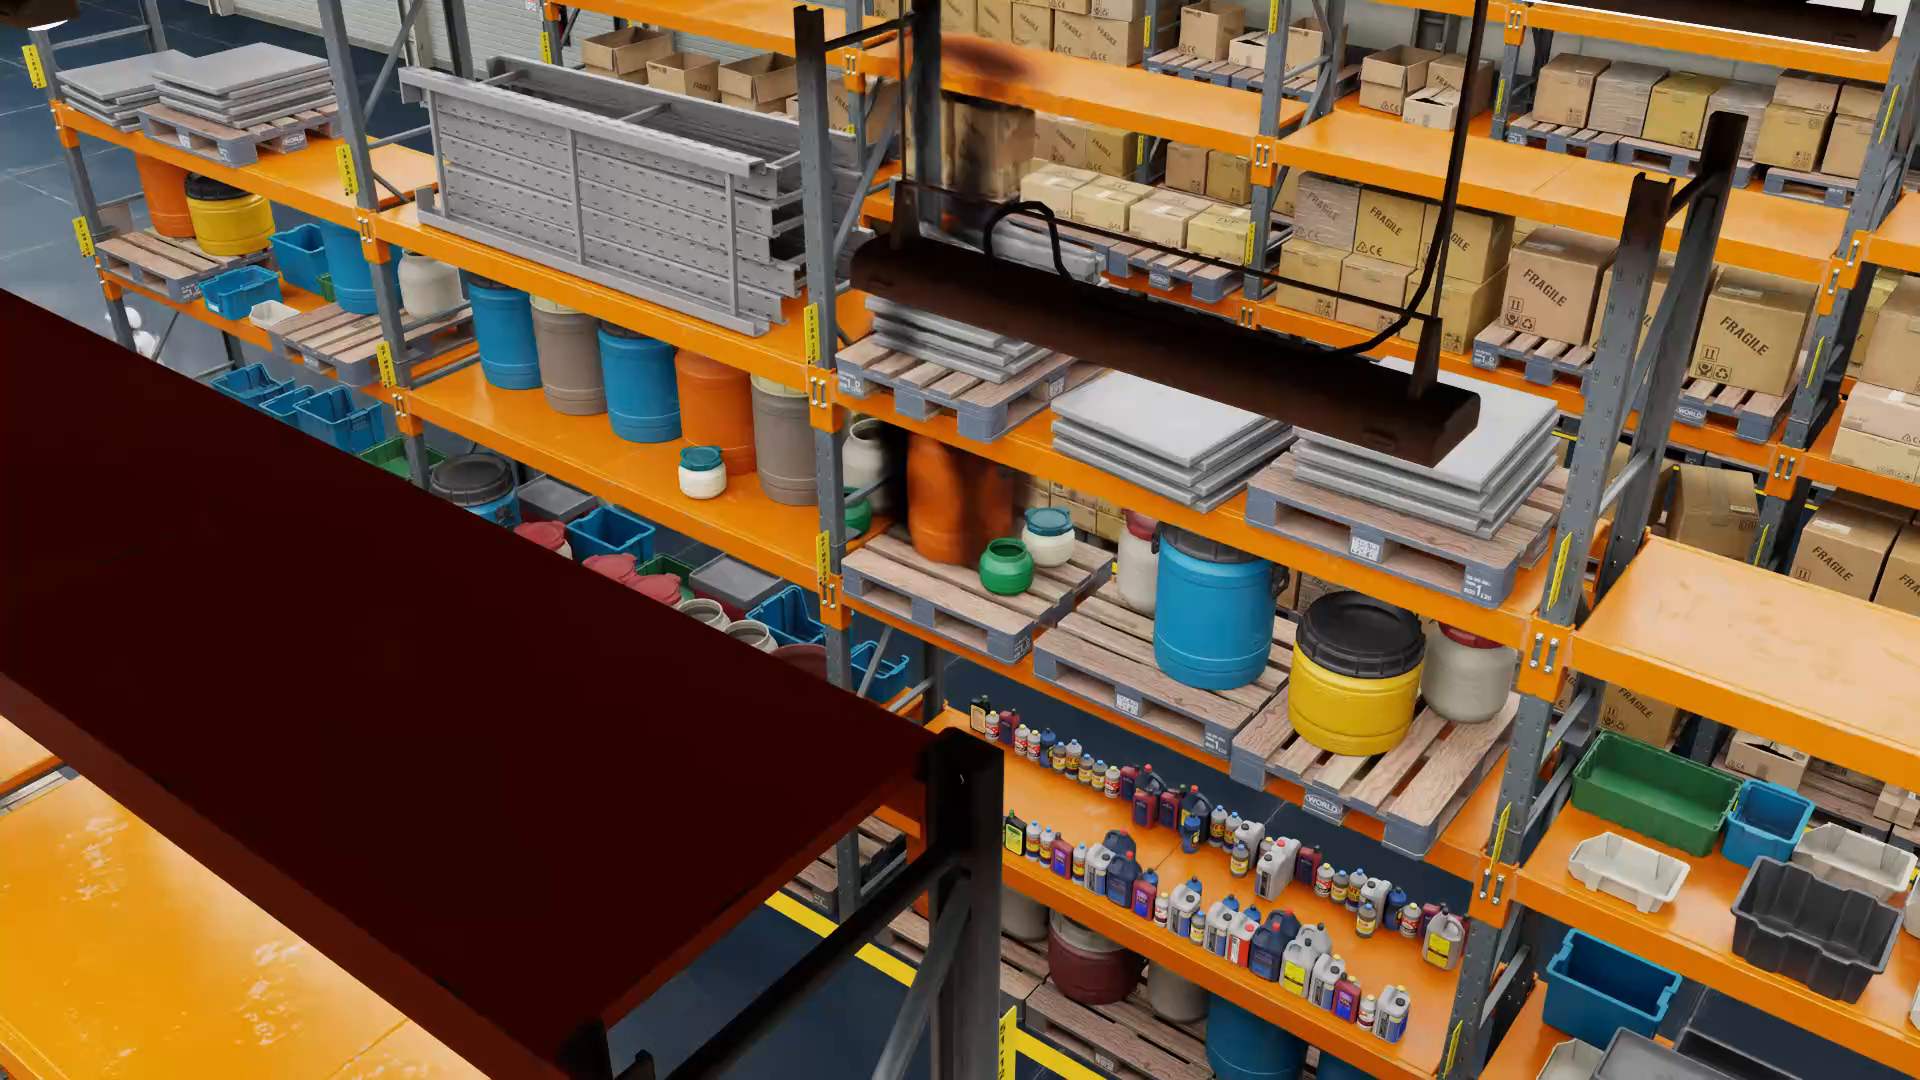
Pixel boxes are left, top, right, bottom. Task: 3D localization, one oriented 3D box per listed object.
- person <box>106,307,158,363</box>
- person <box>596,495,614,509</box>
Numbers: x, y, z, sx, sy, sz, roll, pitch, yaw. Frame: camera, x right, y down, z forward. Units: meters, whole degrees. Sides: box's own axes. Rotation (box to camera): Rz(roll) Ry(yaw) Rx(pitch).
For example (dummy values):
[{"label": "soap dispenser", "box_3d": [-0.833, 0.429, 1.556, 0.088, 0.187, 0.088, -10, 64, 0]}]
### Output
[{"label": "person", "box_3d": [-7.772, -1.411, 15.950, 0.648, 1.741, 0.685, -4, 32, -6]}, {"label": "person", "box_3d": [-3.200, -0.453, 14.295, 0.915, 1.817, 0.642, 16, 35, 24]}]
